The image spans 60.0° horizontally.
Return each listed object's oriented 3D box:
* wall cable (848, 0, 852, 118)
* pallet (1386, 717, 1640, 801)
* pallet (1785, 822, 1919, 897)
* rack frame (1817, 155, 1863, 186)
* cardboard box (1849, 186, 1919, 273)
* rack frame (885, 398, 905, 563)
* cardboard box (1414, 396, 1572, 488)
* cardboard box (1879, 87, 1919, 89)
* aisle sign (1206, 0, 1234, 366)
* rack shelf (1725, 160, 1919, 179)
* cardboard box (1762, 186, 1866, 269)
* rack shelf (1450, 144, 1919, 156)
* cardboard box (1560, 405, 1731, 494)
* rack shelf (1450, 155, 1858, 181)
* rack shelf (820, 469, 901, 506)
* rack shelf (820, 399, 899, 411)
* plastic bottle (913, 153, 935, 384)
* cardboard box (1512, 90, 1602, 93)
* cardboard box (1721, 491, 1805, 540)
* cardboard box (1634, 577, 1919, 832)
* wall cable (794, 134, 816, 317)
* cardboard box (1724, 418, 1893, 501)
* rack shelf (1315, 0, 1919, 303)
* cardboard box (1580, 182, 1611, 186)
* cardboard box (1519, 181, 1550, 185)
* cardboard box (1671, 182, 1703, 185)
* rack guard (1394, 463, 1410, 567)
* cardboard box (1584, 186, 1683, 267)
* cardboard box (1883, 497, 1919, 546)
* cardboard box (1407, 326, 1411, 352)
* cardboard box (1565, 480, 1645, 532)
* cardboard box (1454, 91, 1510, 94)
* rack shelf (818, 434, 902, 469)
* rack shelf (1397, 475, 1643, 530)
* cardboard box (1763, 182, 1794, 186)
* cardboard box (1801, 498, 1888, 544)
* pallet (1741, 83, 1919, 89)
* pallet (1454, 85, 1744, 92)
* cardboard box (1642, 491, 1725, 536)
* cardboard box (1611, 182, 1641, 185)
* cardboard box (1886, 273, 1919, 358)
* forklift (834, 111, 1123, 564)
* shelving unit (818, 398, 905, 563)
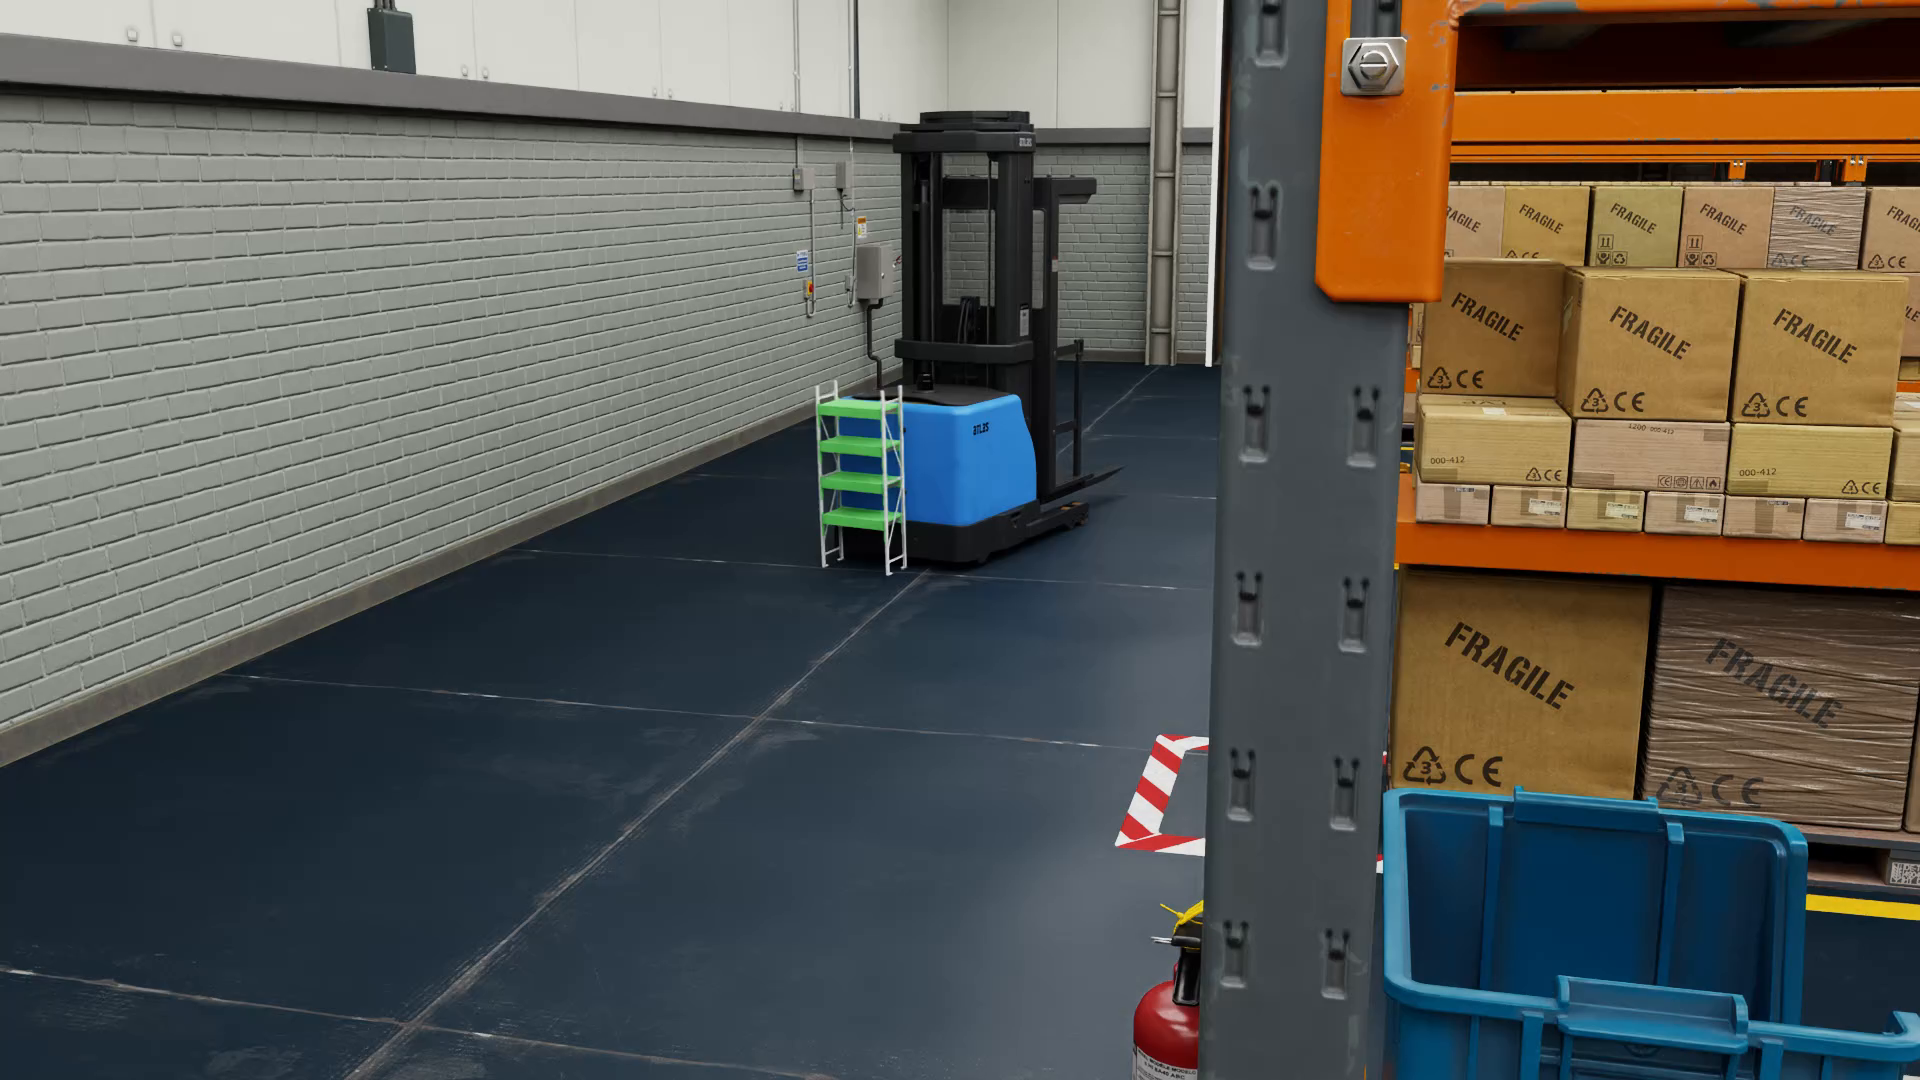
[{"bbox_3d":[-1.482,-5.787,17.040,0.029,3.000,2.355,3,13,14],"label":"wall cable"},{"bbox_3d":[2.346,1.006,6.710,1.213,0.211,1.003,3,13,14],"label":"pallet"},{"bbox_3d":[3.527,1.070,6.423,1.213,0.211,1.003,3,13,14],"label":"pallet"},{"bbox_3d":[7.809,-2.256,14.978,0.127,3.000,1.000,3,13,14],"label":"rack frame"},{"bbox_3d":[5.697,-1.886,10.081,0.500,0.500,0.500,3,13,12],"label":"cardboard box"},{"bbox_3d":[-0.423,-0.379,10.648,0.006,1.046,0.228,7,16,28],"label":"rack frame"},{"bbox_3d":[1.952,-0.370,6.137,0.500,0.250,0.500,3,13,12],"label":"cardboard box"},{"bbox_3d":[5.698,-2.598,9.941,0.500,0.250,0.500,3,13,13],"label":"cardboard box"},{"bbox_3d":[0.223,-0.549,1.280,0.004,0.787,0.394,3,13,14],"label":"aisle sign"},{"bbox_3d":[10.936,-4.310,18.969,4.000,0.370,1.077,3,13,14],"label":"rack shelf"},{"bbox_3d":[5.203,-1.915,10.214,0.500,0.500,0.500,3,13,15],"label":"cardboard box"},{"bbox_3d":[4.779,-2.427,10.484,4.000,0.370,1.077,3,13,14],"label":"rack shelf"},{"bbox_3d":[2.459,-0.345,6.021,0.500,0.250,0.500,3,13,13],"label":"cardboard box"},{"bbox_3d":[5.867,-3.473,15.199,4.000,0.370,1.077,3,13,14],"label":"rack shelf"},{"bbox_3d":[-0.637,-0.342,10.776,0.480,0.148,0.258,7,16,28],"label":"rack shelf"},{"bbox_3d":[-0.646,-0.858,10.644,0.457,0.021,0.221,7,16,28],"label":"rack shelf"},{"bbox_3d":[7.178,-1.269,10.530,15.095,2.616,20.093,3,13,14],"label":"plastic bottle"},{"bbox_3d":[3.722,-2.704,10.415,0.500,0.250,0.500,3,13,15],"label":"cardboard box"},{"bbox_3d":[2.815,-0.117,5.914,0.250,0.149,0.380,3,13,12],"label":"cardboard box"},{"bbox_3d":[3.075,0.516,6.419,0.875,0.875,0.875,3,13,14],"label":"cardboard box"},{"bbox_3d":[-1.555,-3.263,17.097,0.123,1.953,0.585,3,13,14],"label":"wall cable"},{"bbox_3d":[2.946,-0.318,5.901,0.500,0.250,0.500,3,13,12],"label":"cardboard box"},{"bbox_3d":[2.306,-0.348,1.112,4.000,0.370,1.077,3,13,14],"label":"rack shelf"},{"bbox_3d":[5.699,-3.152,14.976,0.250,0.149,0.380,3,13,12],"label":"cardboard box"},{"bbox_3d":[5.228,-3.192,15.160,0.250,0.149,0.380,3,13,14],"label":"cardboard box"},{"bbox_3d":[6.462,-3.125,14.858,0.250,0.149,0.380,3,13,13],"label":"cardboard box"},{"bbox_3d":[2.911,-0.193,11.451,0.348,0.500,1.175,3,13,14],"label":"rack guard"},{"bbox_3d":[4.201,-1.964,10.436,0.500,0.500,0.500,3,13,12],"label":"cardboard box"},{"bbox_3d":[3.310,-0.090,5.794,0.250,0.149,0.380,3,13,12],"label":"cardboard box"},{"bbox_3d":[5.682,-2.443,20.612,0.637,0.503,0.797,3,13,11],"label":"cardboard box"},{"bbox_3d":[2.315,-0.143,6.034,0.250,0.149,0.380,3,13,12],"label":"cardboard box"},{"bbox_3d":[3.212,-2.732,10.543,0.500,0.250,0.500,4,13,16],"label":"cardboard box"},{"bbox_3d":[-0.641,-0.574,10.716,0.480,0.148,0.258,7,16,28],"label":"rack shelf"},{"bbox_3d":[3.493,-0.055,6.102,3.809,0.052,0.919,3,13,14],"label":"rack shelf"},{"bbox_3d":[7.204,-3.096,14.724,0.250,0.149,0.380,3,13,15],"label":"cardboard box"},{"bbox_3d":[3.065,-0.103,5.854,0.250,0.149,0.380,3,13,13],"label":"cardboard box"},{"bbox_3d":[3.462,-1.702,5.759,1.213,0.211,1.003,3,13,14],"label":"pallet"},{"bbox_3d":[2.274,-1.765,6.042,1.213,0.211,1.003,3,13,14],"label":"pallet"},{"bbox_3d":[2.568,-0.130,5.974,0.250,0.149,0.380,3,13,13],"label":"cardboard box"},{"bbox_3d":[5.965,-3.148,14.961,0.250,0.149,0.380,3,13,14],"label":"cardboard box"},{"bbox_3d":[5.680,-1.397,10.188,0.500,0.500,0.500,3,13,12],"label":"cardboard box"},{"bbox_3d":[0.296,-1.550,11.951,1.130,2.935,3.031,7,14,28],"label":"forklift"},{"bbox_3d":[-0.635,-0.403,10.758,0.487,1.046,0.258,7,16,28],"label":"shelving unit"}]
